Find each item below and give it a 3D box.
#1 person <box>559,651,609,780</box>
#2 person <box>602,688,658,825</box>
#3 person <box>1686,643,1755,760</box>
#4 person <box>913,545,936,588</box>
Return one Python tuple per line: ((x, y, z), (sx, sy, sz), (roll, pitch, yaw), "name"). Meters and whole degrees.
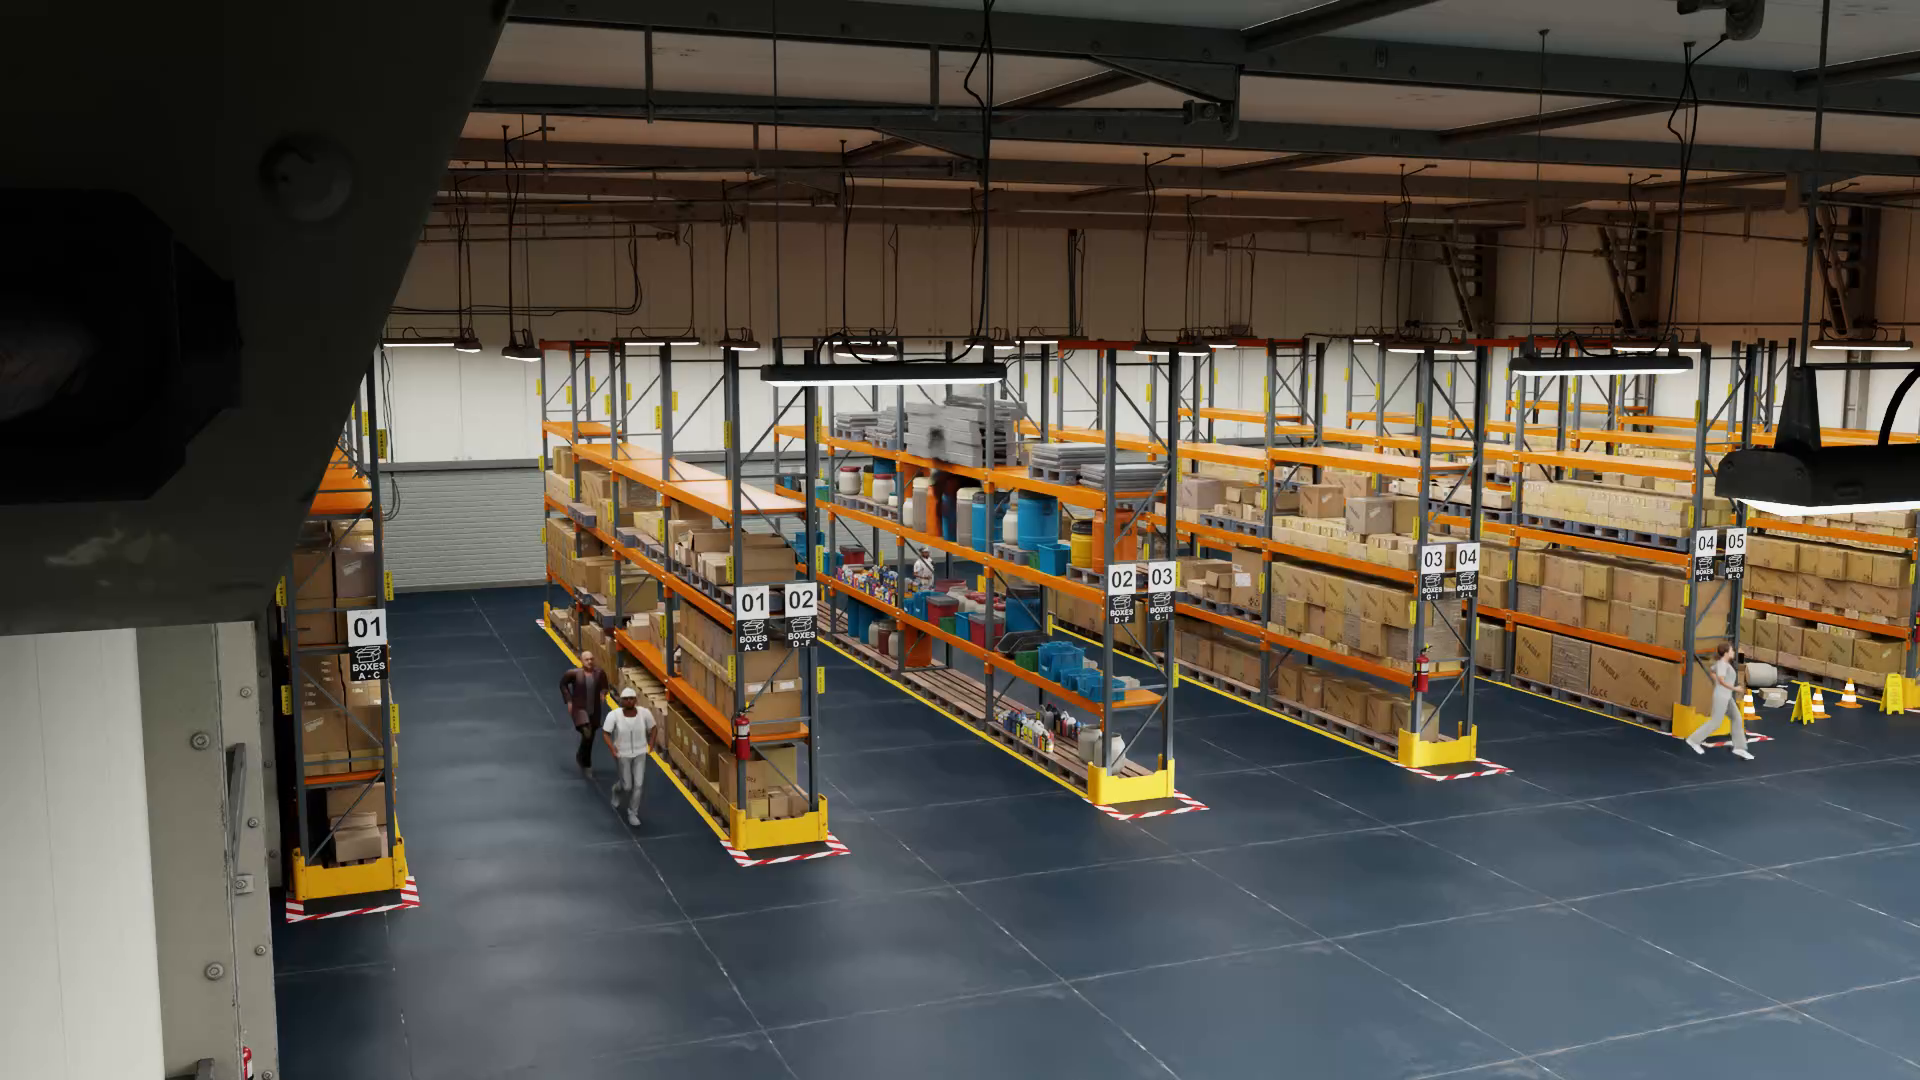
((-5.239, 2.442, 23.353), (0.613, 1.815, 0.909), (-6, 9, -37), "person")
((-4.206, 2.726, 21.268), (0.698, 1.741, 0.662), (-3, 8, -21), "person")
((11.188, 2.336, 24.368), (0.934, 1.678, 0.608), (4, 8, 29), "person")
((-0.759, 0.929, 35.202), (0.576, 1.664, 0.731), (-6, 9, -36), "person")
